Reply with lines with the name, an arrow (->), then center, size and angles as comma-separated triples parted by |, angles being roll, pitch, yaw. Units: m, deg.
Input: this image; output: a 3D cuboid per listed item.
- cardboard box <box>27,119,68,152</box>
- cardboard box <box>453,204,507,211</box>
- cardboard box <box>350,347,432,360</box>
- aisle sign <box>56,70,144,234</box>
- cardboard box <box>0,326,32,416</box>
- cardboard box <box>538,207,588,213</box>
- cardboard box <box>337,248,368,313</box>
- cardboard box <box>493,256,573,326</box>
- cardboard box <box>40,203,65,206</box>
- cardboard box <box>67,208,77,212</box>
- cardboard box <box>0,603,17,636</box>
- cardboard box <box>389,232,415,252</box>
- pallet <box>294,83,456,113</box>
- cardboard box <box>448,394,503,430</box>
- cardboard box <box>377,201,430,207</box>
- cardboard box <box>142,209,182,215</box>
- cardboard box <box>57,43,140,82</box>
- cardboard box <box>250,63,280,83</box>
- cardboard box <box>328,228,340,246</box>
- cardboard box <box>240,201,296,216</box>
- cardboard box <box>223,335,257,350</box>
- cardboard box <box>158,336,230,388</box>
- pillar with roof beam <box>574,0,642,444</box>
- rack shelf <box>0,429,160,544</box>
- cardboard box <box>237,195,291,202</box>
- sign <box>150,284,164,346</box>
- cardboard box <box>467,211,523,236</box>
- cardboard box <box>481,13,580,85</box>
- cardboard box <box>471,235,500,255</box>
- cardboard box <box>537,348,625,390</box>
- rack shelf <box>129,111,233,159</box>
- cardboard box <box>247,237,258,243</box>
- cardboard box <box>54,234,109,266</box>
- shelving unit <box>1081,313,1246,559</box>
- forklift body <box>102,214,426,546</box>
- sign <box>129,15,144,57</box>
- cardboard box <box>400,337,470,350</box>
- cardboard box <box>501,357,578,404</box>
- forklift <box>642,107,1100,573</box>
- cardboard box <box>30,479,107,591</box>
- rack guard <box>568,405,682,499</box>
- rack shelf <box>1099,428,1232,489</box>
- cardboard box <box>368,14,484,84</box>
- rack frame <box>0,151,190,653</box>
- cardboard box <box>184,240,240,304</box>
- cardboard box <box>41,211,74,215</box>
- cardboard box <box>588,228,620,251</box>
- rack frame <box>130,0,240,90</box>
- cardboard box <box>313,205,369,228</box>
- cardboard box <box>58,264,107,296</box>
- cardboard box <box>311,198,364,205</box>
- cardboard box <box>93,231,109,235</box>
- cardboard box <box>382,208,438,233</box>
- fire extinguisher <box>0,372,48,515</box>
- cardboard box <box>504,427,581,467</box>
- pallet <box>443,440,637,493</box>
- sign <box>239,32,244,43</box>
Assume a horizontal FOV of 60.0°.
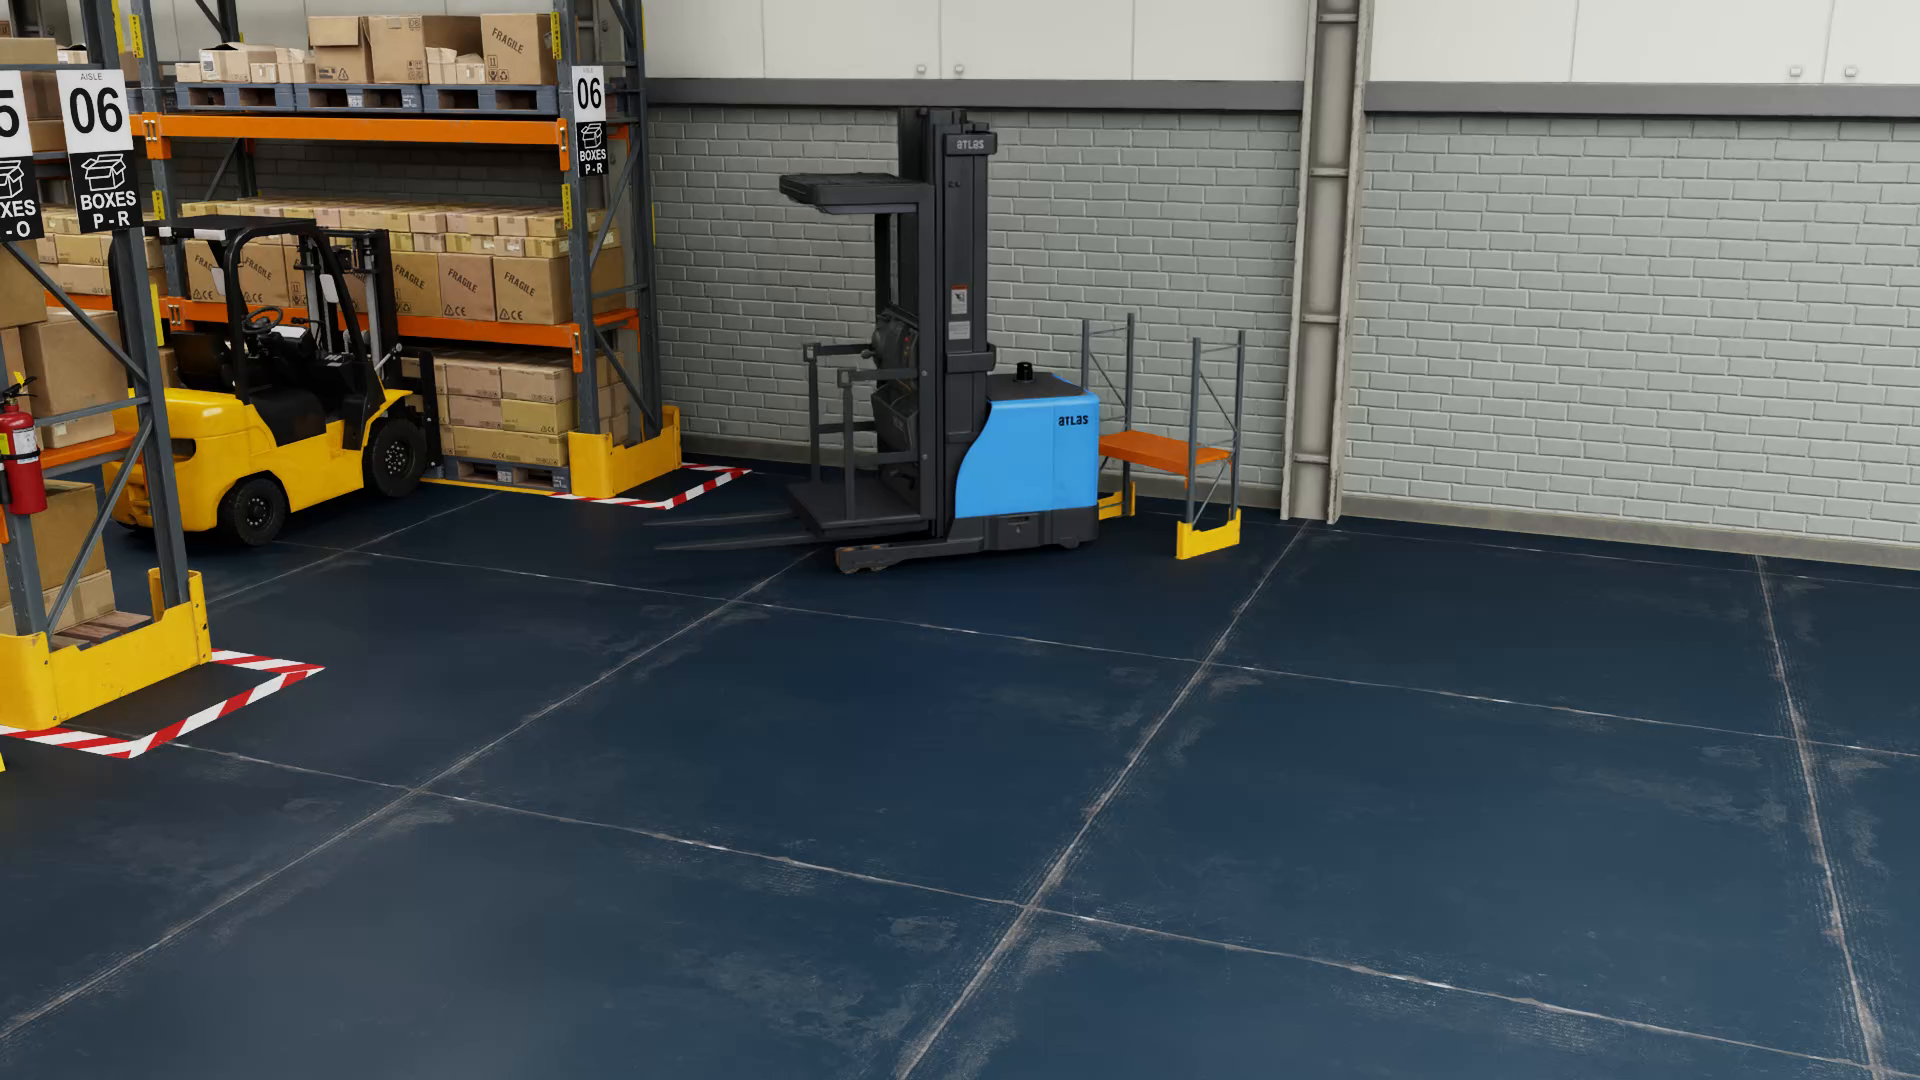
cardboard box -> -4.685, -2.074, 8.506 | 0.250, 0.149, 0.380 | 6, 17, 21
cardboard box -> -3.873, -2.624, 13.455 | 0.250, 0.149, 0.380 | 7, 18, 22
cardboard box -> -4.639, -1.404, 13.516 | 0.500, 0.250, 0.500 | 6, 17, 20
aisle sign -> -4.324, -1.958, 8.375 | 0.004, 0.787, 0.394 | 6, 17, 21
cardboard box -> -5.101, -0.810, 8.372 | 0.500, 0.500, 0.500 | 6, 17, 20
cardboard box -> -3.136, -2.559, 13.231 | 0.250, 0.149, 0.380 | 7, 18, 23
cardboard box -> -4.660, -2.110, 13.382 | 0.500, 0.500, 0.500 | 6, 17, 21
cardboard box -> -3.232, -1.953, 12.843 | 0.500, 0.500, 0.500 | 6, 17, 19
cardboard box -> -8.509, -3.022, 15.362 | 0.250, 0.149, 0.380 | 6, 17, 20
cardboard box -> -7.814, -2.928, 15.035 | 0.250, 0.149, 0.380 | 6, 17, 20
cardboard box -> -5.369, 0.468, 8.860 | 0.500, 0.250, 0.500 | 6, 17, 20
cardboard box -> -4.305, -2.370, 13.116 | 0.250, 0.149, 0.380 | 6, 17, 21
pallet -> -4.465, -3.525, 13.213 | 1.213, 0.211, 1.003 | 6, 17, 21
cardboard box -> -3.708, -1.067, 13.252 | 0.500, 0.250, 0.500 | 6, 17, 20
cardboard box -> -4.587, -2.707, 13.742 | 0.250, 0.149, 0.380 | 7, 18, 22
cardboard box -> -7.109, -2.850, 14.769 | 0.250, 0.149, 0.380 | 6, 17, 20
cardboard box -> -7.161, -3.991, 13.887 | 0.500, 0.311, 0.500 | 6, 17, 19
cardboard box -> -5.378, -3.699, 13.172 | 0.250, 0.149, 0.380 | 7, 18, 22
cardboard box -> -5.019, -2.453, 13.399 | 0.250, 0.149, 0.380 | 6, 17, 19
cardboard box -> -5.694, -2.698, 13.711 | 0.250, 0.149, 0.380 | 6, 17, 20
cardboard box -> -6.064, -1.563, 14.062 | 0.500, 0.250, 0.500 | 6, 17, 20
cardboard box -> -6.888, -1.444, 14.774 | 0.625, 0.625, 0.875 | 7, 18, 23
pillar with roof beam -> -4.574, -3.993, 9.286 | 0.400, 9.000, 9.100 | 6, 17, 21
rack shelf -> -6.356, -0.495, 9.288 | 4.000, 0.370, 1.077 | 6, 17, 21
cardboard box -> -5.991, -2.881, 14.339 | 0.250, 0.149, 0.380 | 6, 17, 21
sign -> -4.297, -1.192, 8.847 | 0.005, 0.325, 0.100 | 6, 17, 21
cardboard box -> -3.582, -2.445, 12.837 | 0.250, 0.149, 0.380 | 7, 17, 22
cardboard box -> -3.179, -3.644, 12.352 | 0.500, 0.500, 0.500 | 7, 18, 22
cardboard box -> -3.571, -2.306, 12.895 | 0.250, 0.149, 0.380 | 7, 17, 22
cardboard box -> -3.055, -1.383, 13.442 | 0.500, 0.250, 0.500 | 6, 17, 20
rack shelf -> -8.259, -3.632, 14.715 | 4.000, 0.370, 1.077 | 6, 17, 21
cardboard box -> -5.705, -2.546, 13.719 | 0.250, 0.149, 0.380 | 6, 17, 21
cardboard box -> -7.431, -2.535, 14.398 | 0.500, 0.250, 0.500 | 6, 17, 19
shelving unit -> 1.378, -0.753, 11.579 | 0.587, 1.500, 1.083 | -14, 21, -39
forklift body -> -5.111, -1.236, 12.075 | 1.214, 2.155, 2.313 | 6, 17, 21
sign -> -6.589, -4.031, 13.305 | 0.005, 0.325, 0.100 | 6, 17, 21
cardboard box -> -4.457, -1.541, 13.987 | 0.500, 0.250, 0.500 | 6, 17, 20
cardboard box -> -3.220, -1.251, 12.987 | 0.500, 0.250, 0.500 | 7, 18, 22
forklift -> -0.616, -1.353, 11.075 | 3.031, 2.935, 1.130 | -5, 17, -17
cardboard box -> -5.167, -0.033, 9.242 | 0.500, 0.500, 0.500 | 6, 17, 19
rack guard -> -2.655, -0.720, 13.258 | 0.348, 0.500, 1.175 | 6, 17, 21
rack shelf -> 1.384, -0.579, 11.623 | 0.538, 0.185, 1.000 | -14, 21, -39
cardboard box -> -4.095, -3.774, 12.802 | 0.500, 0.500, 0.700 | 6, 17, 21
rack frame -> -4.495, -0.636, 8.483 | 0.127, 3.000, 1.000 | 6, 17, 21
cardboard box -> -6.082, -2.267, 13.924 | 0.500, 0.500, 0.500 | 6, 17, 19
cardboard box -> -7.998, -2.792, 14.569 | 0.250, 0.149, 0.380 | 6, 17, 21
cardboard box -> -2.898, -2.385, 13.165 | 0.250, 0.149, 0.380 | 6, 17, 19
rack frame -> -6.399, -5.213, 13.491 | 0.127, 3.000, 1.000 | 6, 17, 21
cardboard box -> -4.984, -2.614, 13.421 | 0.250, 0.149, 0.380 | 6, 17, 20
cardboard box -> -7.433, -2.294, 14.465 | 0.500, 0.250, 0.500 | 6, 17, 20
cardboard box -> -5.266, -2.811, 14.100 | 0.250, 0.149, 0.380 | 6, 17, 20
cardboard box -> -7.253, -2.730, 14.353 | 0.250, 0.149, 0.380 | 6, 17, 21
cardboard box -> -4.312, -2.512, 13.071 | 0.250, 0.149, 0.380 | 7, 17, 22
fire extinguisher -> -4.558, -0.467, 8.041 | 0.183, 0.674, 0.296 | 6, 17, 21
cardboard box -> -3.231, -0.771, 13.126 | 0.500, 0.250, 0.500 | 6, 17, 21
pallet -> -3.404, -0.652, 13.539 | 1.213, 0.211, 1.003 | 6, 17, 21
sign -> -6.196, -4.203, 14.323 | 0.005, 0.325, 0.100 | 6, 17, 21
